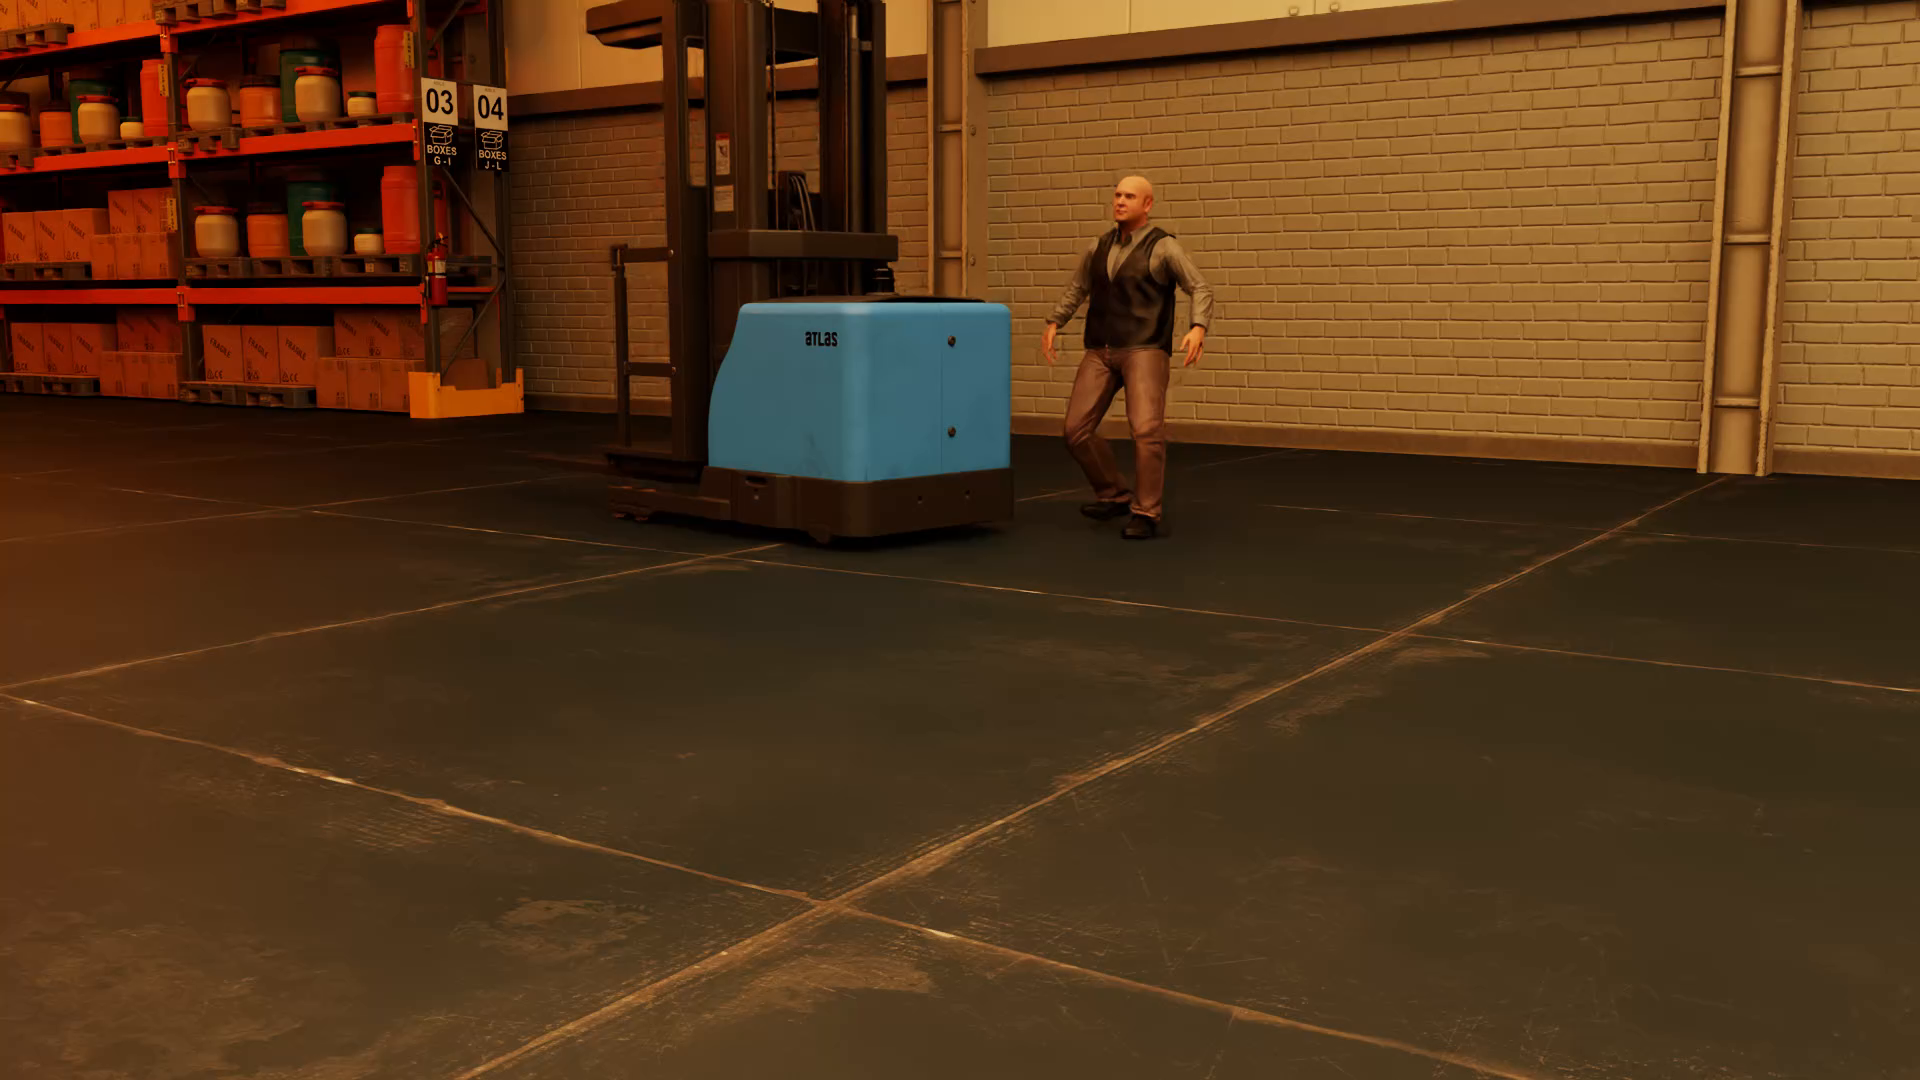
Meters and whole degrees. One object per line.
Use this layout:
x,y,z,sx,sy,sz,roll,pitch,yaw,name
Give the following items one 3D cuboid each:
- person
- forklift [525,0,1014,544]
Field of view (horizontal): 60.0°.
0.745,-0.861,7.836,0.873,1.682,0.579,7,10,39,person
-1.144,-1.587,8.351,3.031,2.935,1.130,8,11,44,forklift
